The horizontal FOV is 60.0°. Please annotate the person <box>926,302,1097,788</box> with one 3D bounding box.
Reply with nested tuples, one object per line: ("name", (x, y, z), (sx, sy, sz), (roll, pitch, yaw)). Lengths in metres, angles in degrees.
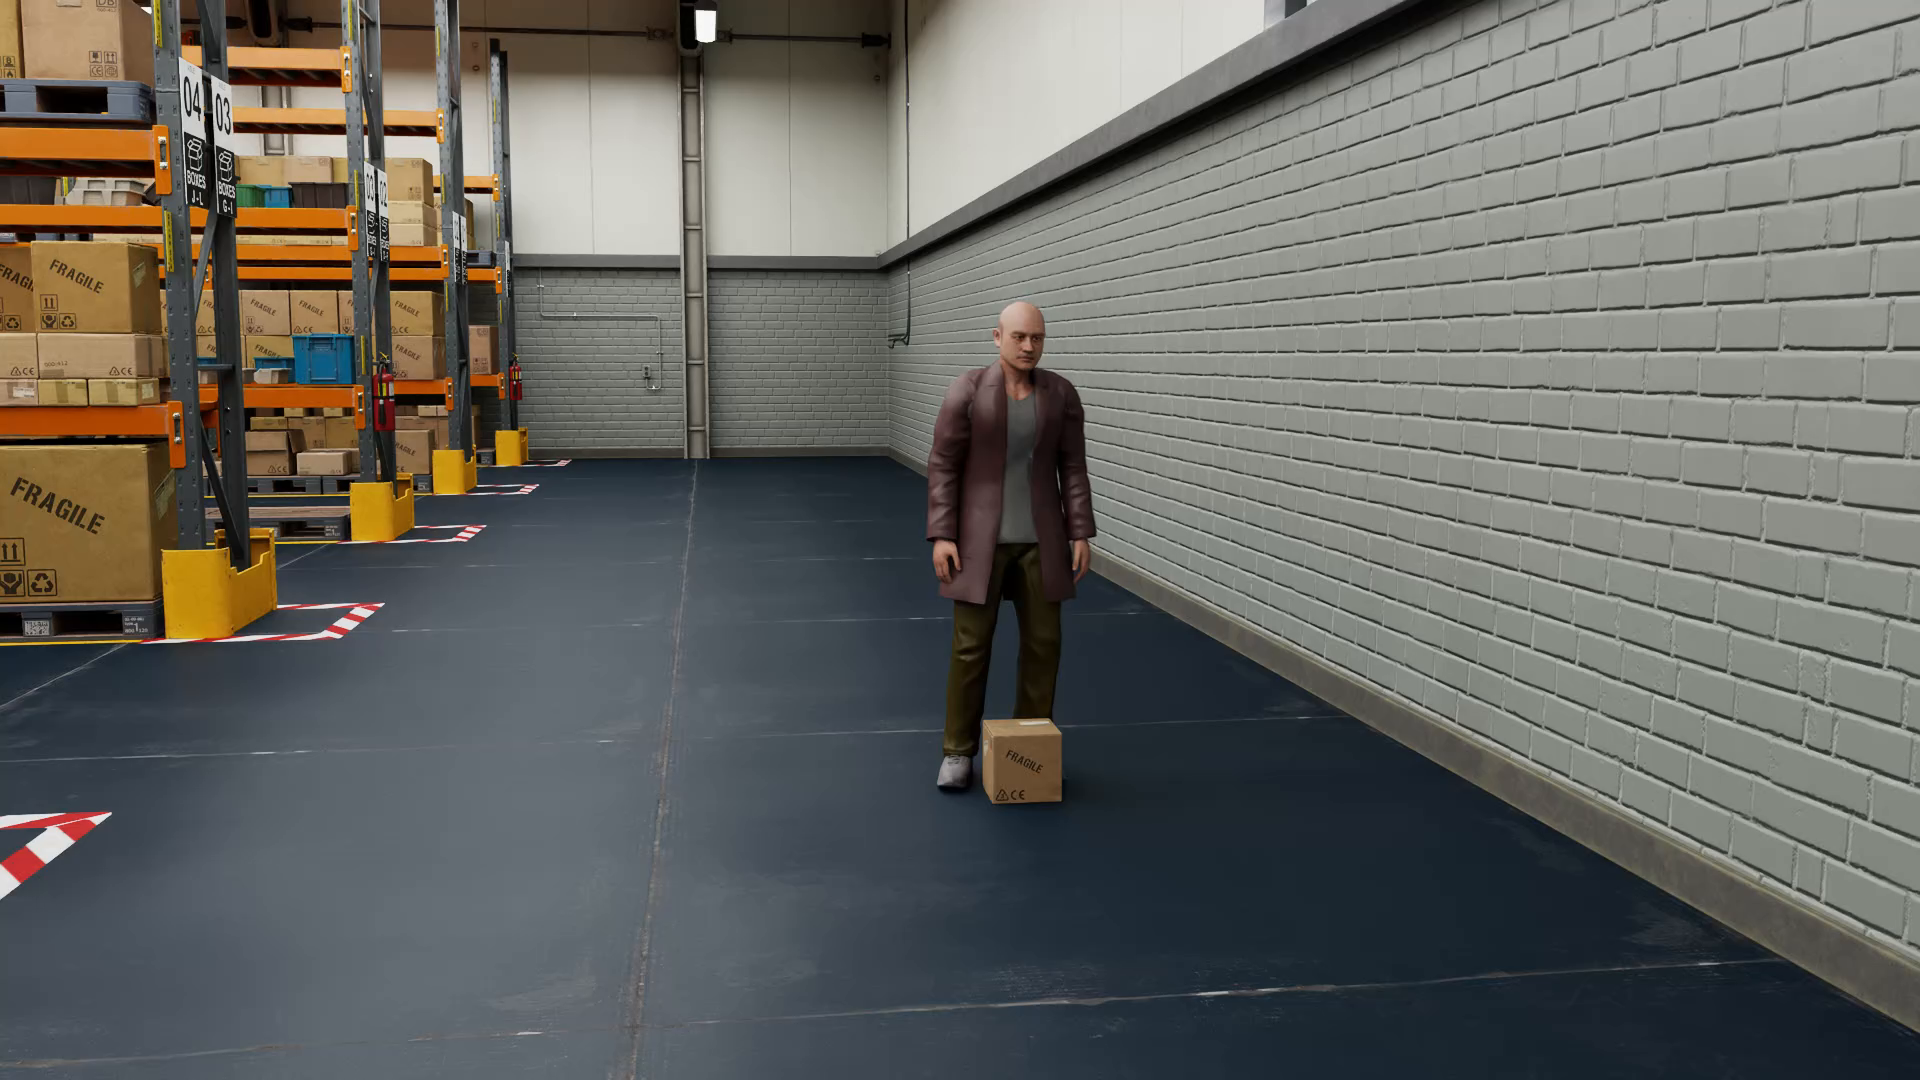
("person", (0.193, 0.012, 6.170), (0.653, 1.773, 0.424), (-1, 6, -12))
